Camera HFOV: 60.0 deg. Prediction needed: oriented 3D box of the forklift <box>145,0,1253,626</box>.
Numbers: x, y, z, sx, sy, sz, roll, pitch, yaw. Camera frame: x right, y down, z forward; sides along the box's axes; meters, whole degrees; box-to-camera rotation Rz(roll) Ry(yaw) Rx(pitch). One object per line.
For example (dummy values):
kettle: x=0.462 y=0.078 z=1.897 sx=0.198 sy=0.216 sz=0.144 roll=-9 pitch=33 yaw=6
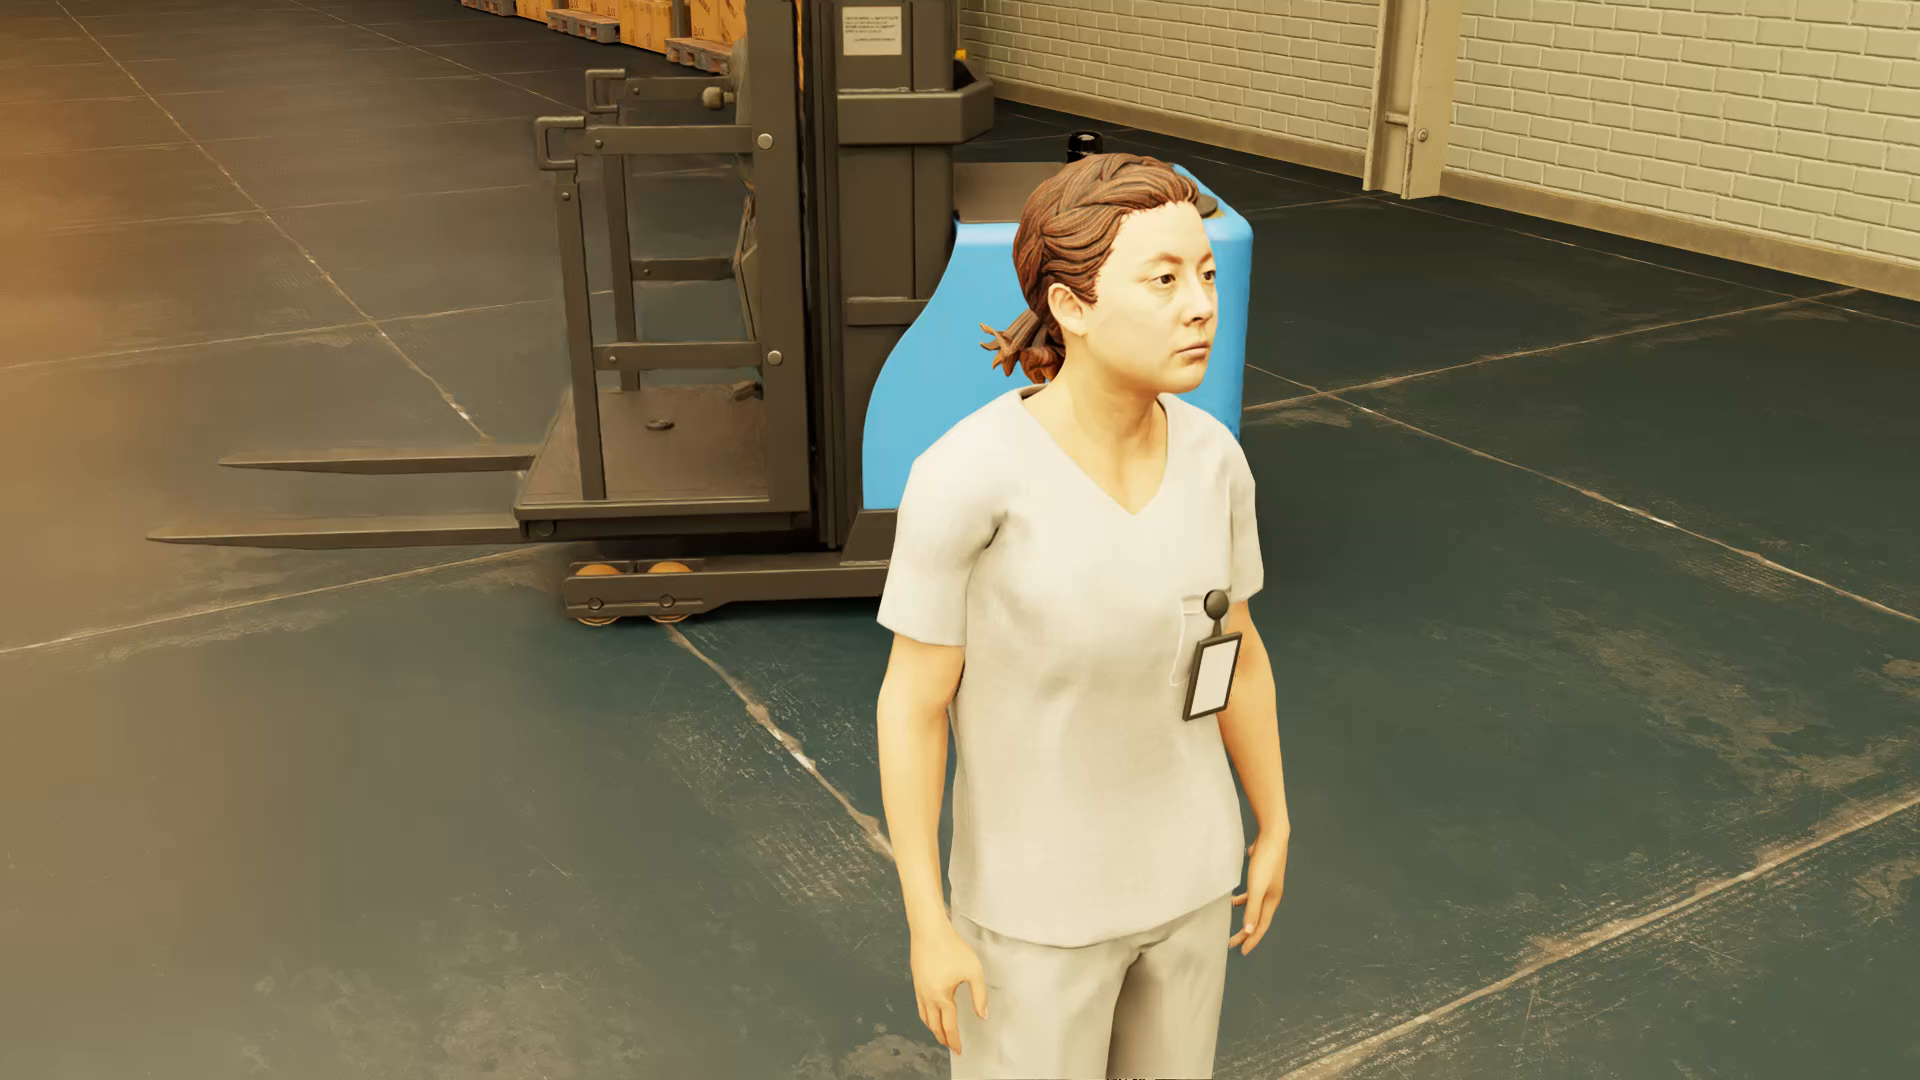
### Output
forklift: x=-0.757 y=-1.329 z=4.513 sx=3.031 sy=2.935 sz=1.130 roll=-2 pitch=22 yaw=-4

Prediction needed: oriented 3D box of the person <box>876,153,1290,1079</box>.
person: x=0.184 y=0.429 z=1.879 sx=0.527 sy=1.681 sz=0.524 roll=-12 pitch=25 yaw=-27
